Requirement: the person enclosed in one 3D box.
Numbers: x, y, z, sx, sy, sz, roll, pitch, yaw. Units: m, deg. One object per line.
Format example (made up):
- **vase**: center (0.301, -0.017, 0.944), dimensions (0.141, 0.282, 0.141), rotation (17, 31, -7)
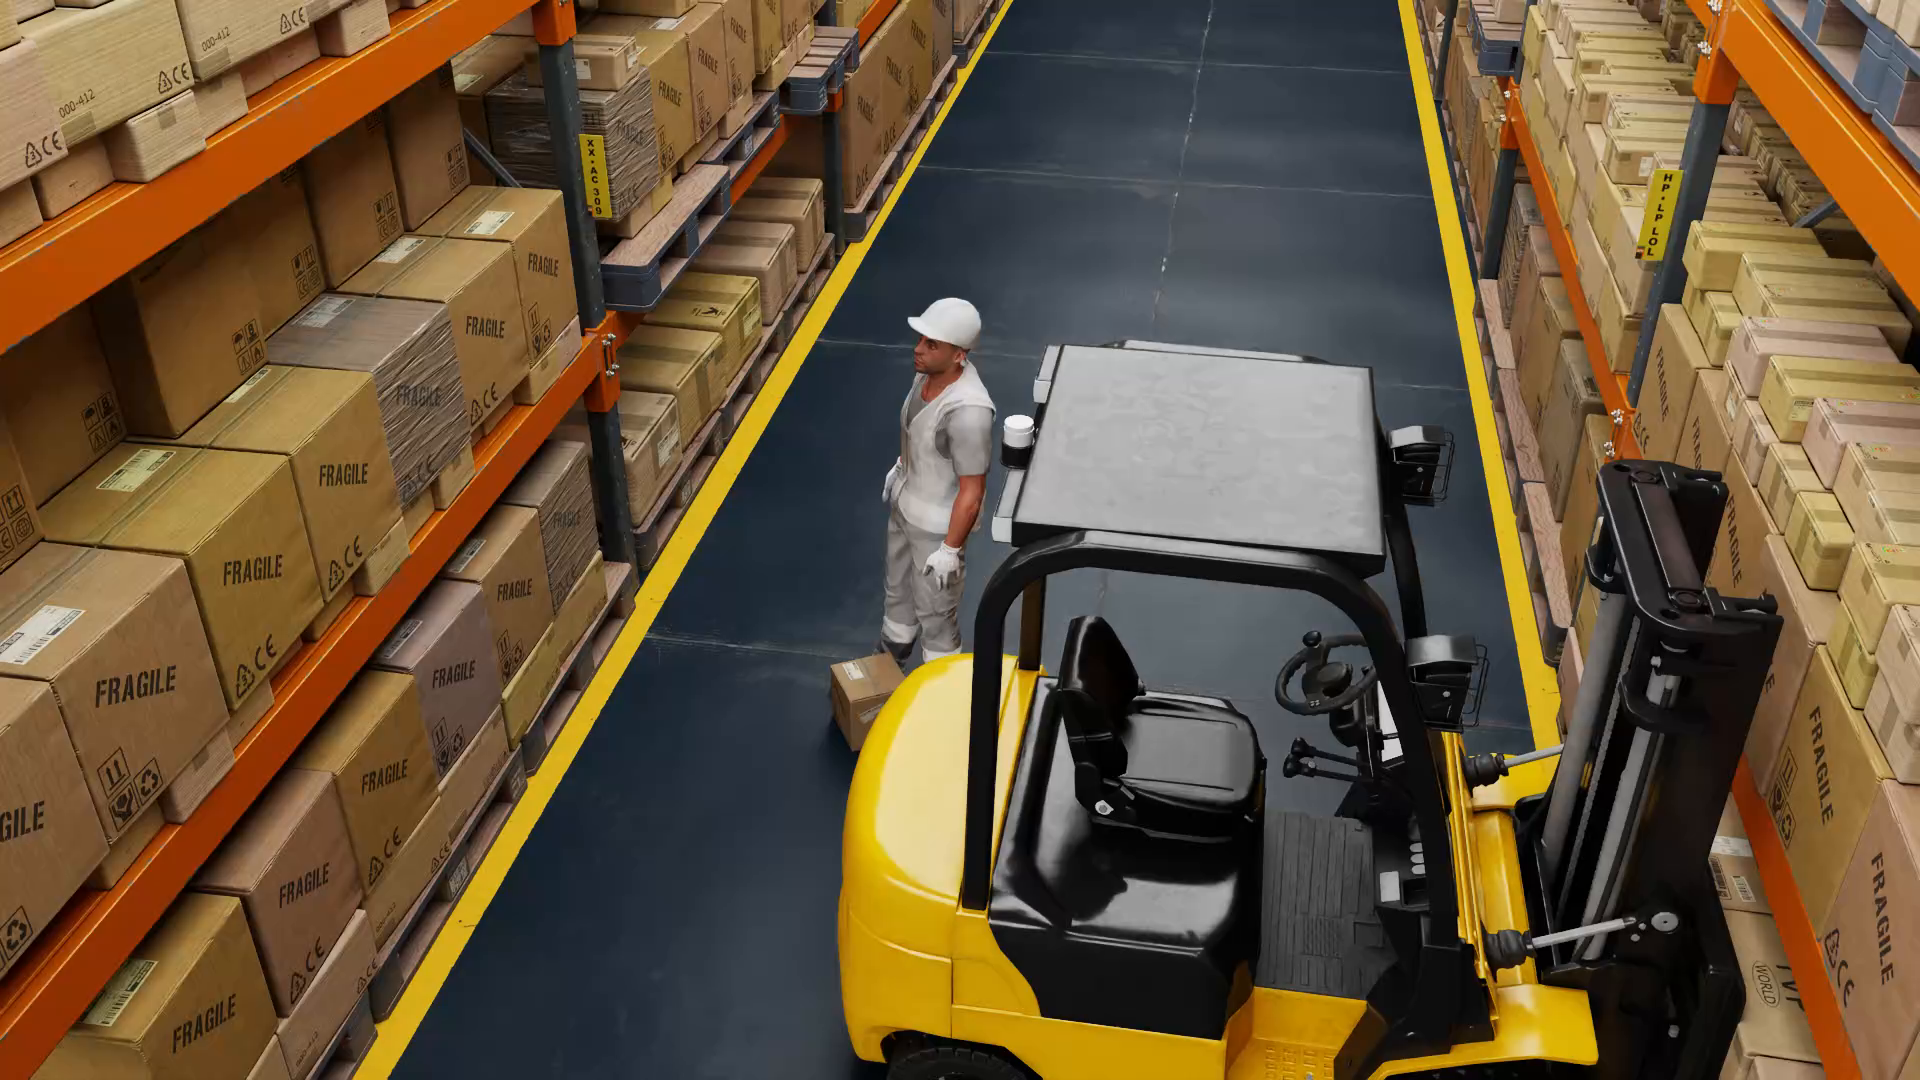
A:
- **person**: center (-0.180, -0.073, 6.214), dimensions (0.561, 1.790, 0.638), rotation (-11, 34, -16)
